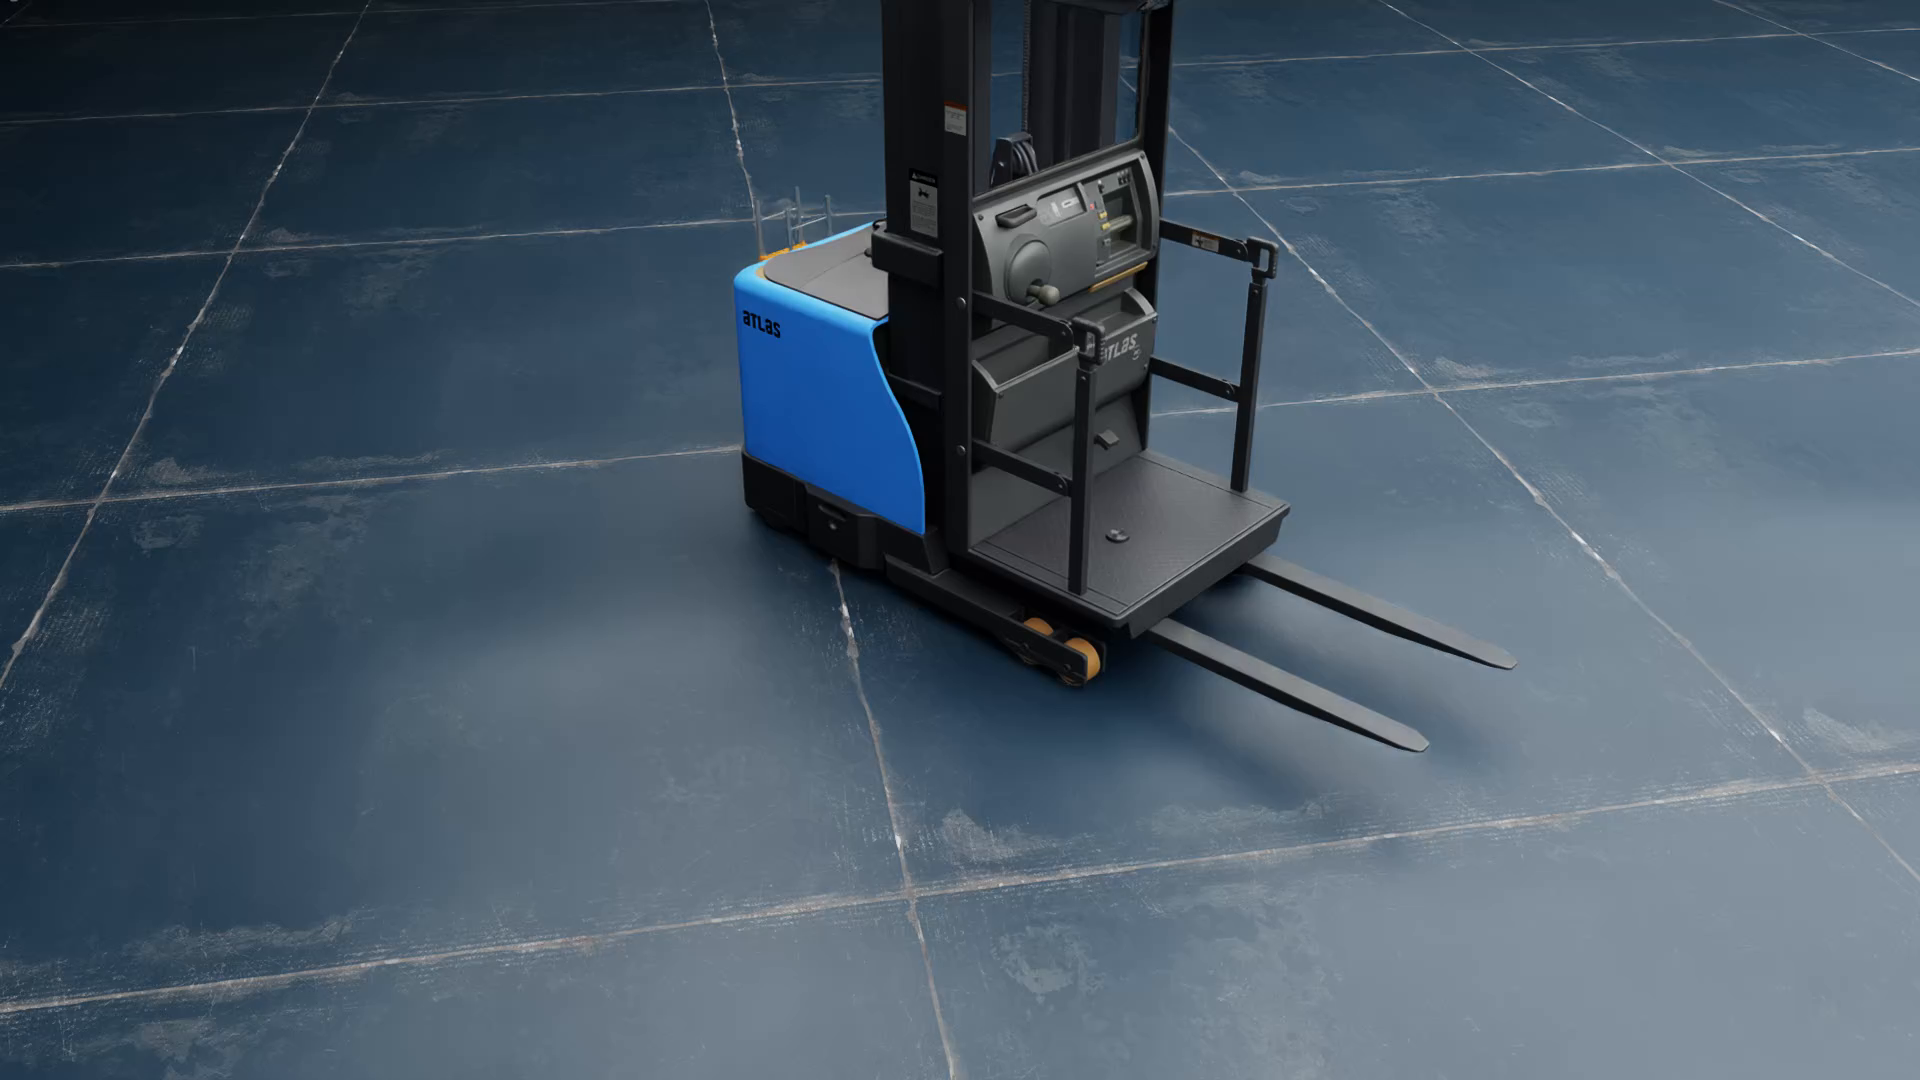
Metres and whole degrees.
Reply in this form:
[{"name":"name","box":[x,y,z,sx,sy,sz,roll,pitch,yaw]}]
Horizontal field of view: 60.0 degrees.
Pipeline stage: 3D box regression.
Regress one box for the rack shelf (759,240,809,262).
[{"name":"rack shelf","box":[-0.673,-1.139,6.876,0.180,0.103,0.258,23,38,37]}]

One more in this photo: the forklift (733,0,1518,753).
[{"name":"forklift","box":[0.539,-1.050,5.644,3.031,2.935,1.130,25,38,35]}]

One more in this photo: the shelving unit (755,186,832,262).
[{"name":"shelving unit","box":[-0.667,-0.864,7.031,0.189,1.200,0.258,23,38,37]}]

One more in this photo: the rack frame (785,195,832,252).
[{"name":"rack frame","box":[-0.599,-0.835,6.976,0.006,1.200,0.240,23,38,37]}]

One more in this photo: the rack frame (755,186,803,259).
[{"name":"rack frame","box":[-0.734,-0.893,7.085,0.006,1.200,0.240,23,38,37]}]
